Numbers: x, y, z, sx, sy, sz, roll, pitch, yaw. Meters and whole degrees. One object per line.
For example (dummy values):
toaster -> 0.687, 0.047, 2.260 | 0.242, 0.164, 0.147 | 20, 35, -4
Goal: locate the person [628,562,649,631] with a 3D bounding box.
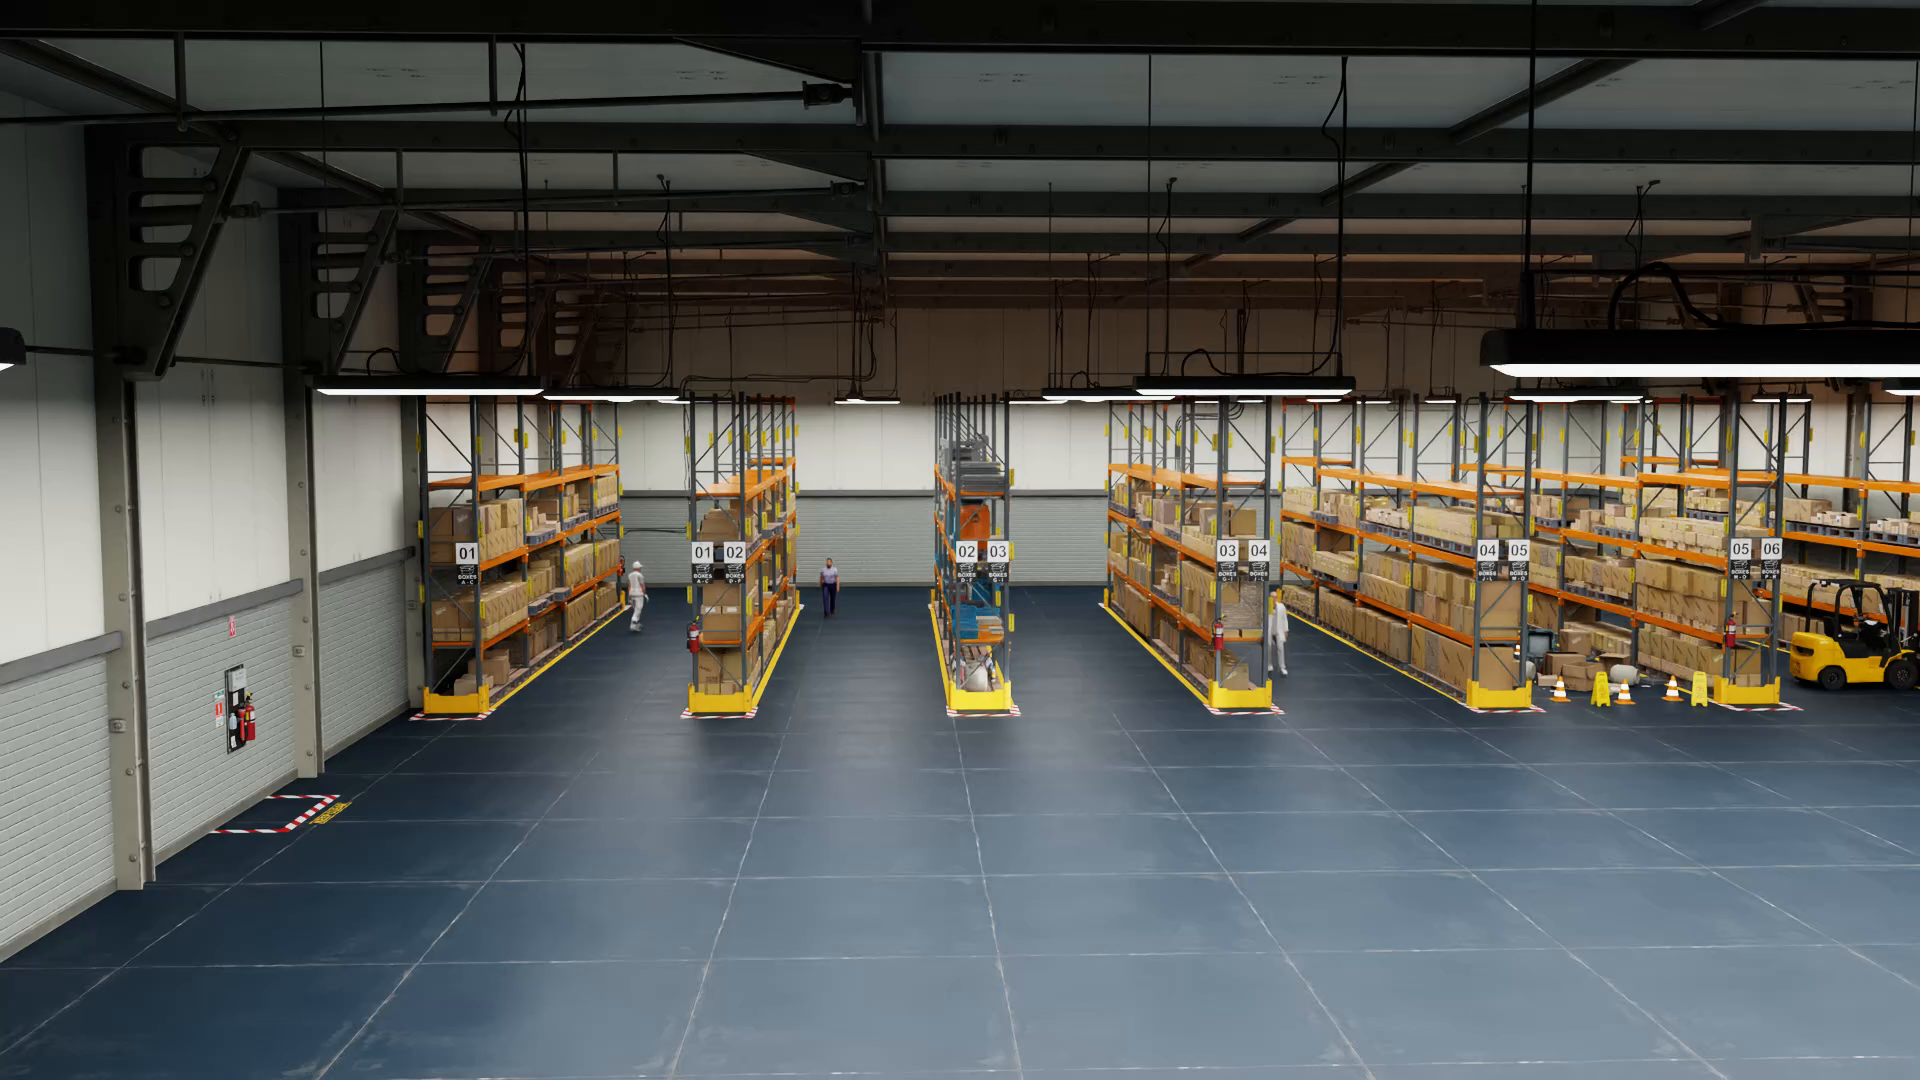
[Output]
person -> -8.232, 1.442, 42.398 | 0.578, 1.787, 0.724 | 4, 6, 39

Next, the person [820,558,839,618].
person -> -3.561, 1.283, 45.324 | 0.525, 1.588, 1.034 | 0, 5, -5

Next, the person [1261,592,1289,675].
person -> 6.733, 1.976, 35.593 | 0.629, 1.740, 0.977 | 0, 5, 6
